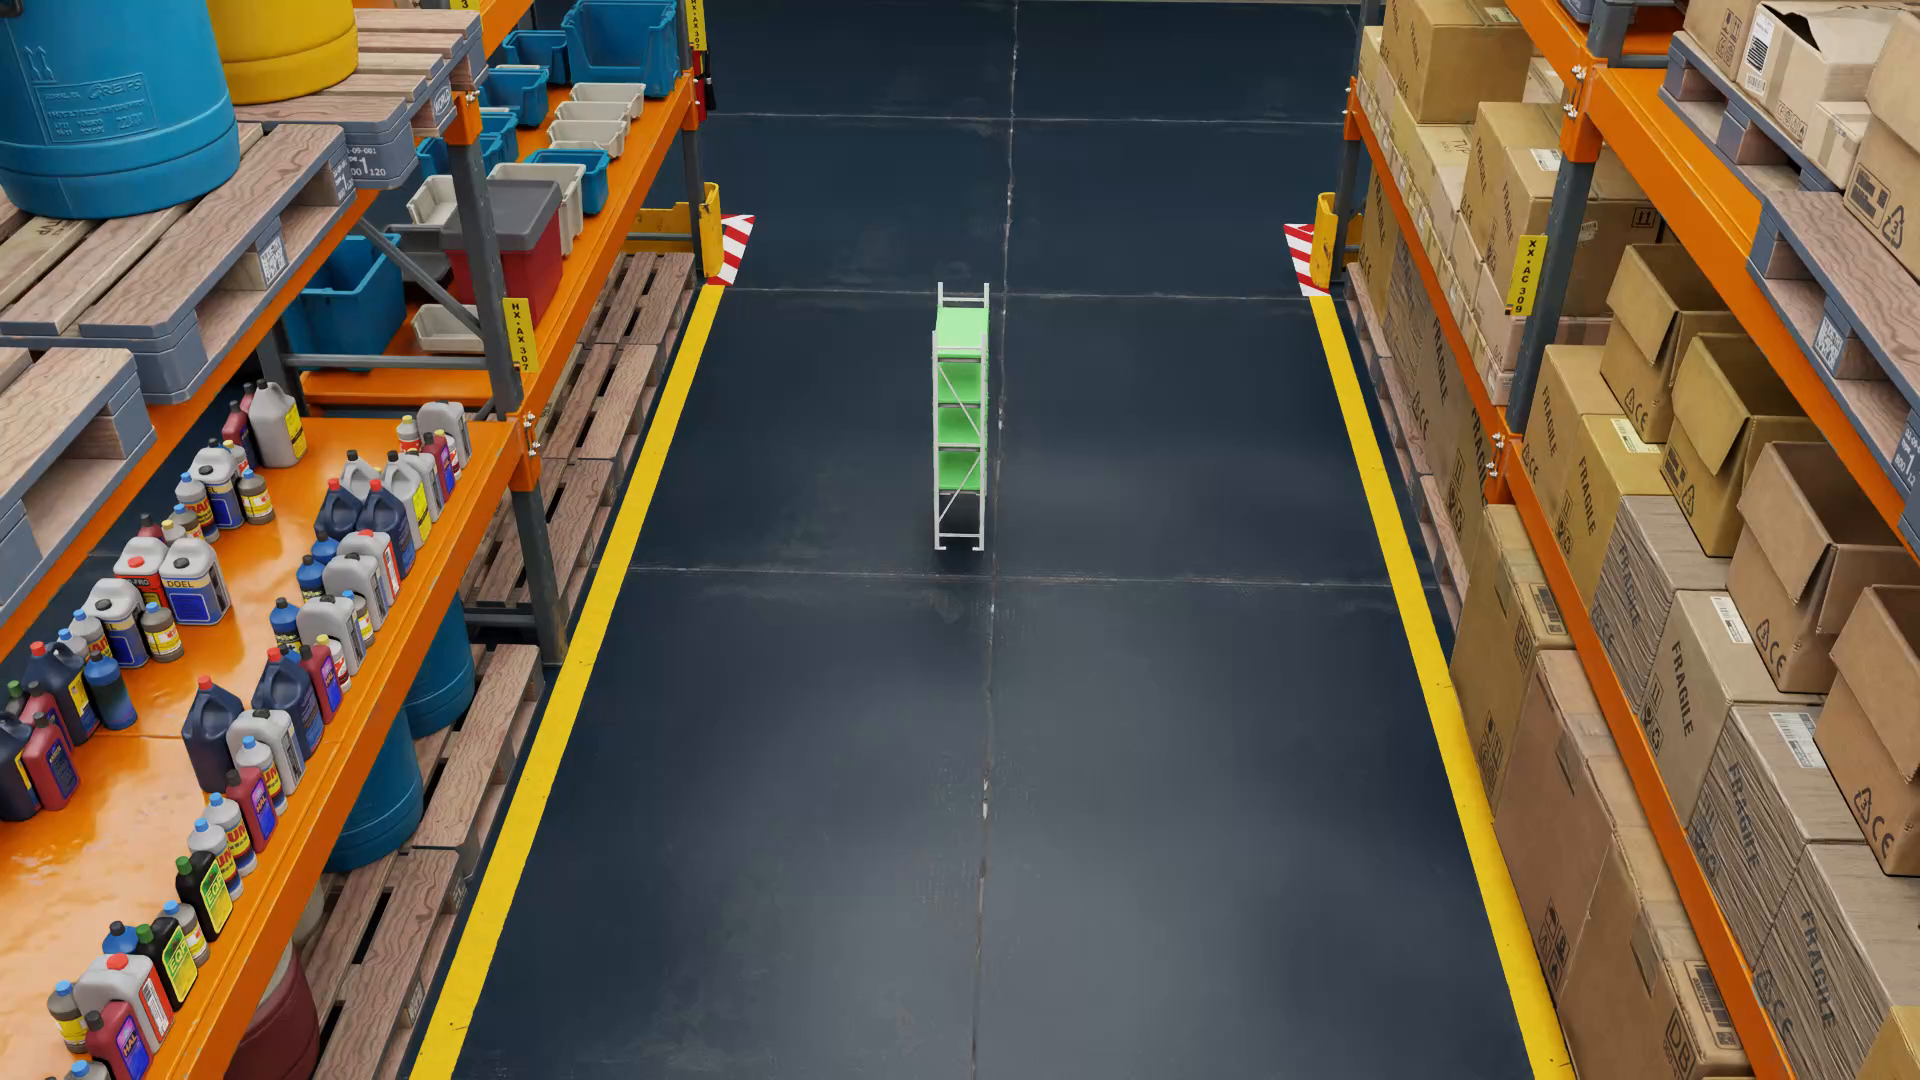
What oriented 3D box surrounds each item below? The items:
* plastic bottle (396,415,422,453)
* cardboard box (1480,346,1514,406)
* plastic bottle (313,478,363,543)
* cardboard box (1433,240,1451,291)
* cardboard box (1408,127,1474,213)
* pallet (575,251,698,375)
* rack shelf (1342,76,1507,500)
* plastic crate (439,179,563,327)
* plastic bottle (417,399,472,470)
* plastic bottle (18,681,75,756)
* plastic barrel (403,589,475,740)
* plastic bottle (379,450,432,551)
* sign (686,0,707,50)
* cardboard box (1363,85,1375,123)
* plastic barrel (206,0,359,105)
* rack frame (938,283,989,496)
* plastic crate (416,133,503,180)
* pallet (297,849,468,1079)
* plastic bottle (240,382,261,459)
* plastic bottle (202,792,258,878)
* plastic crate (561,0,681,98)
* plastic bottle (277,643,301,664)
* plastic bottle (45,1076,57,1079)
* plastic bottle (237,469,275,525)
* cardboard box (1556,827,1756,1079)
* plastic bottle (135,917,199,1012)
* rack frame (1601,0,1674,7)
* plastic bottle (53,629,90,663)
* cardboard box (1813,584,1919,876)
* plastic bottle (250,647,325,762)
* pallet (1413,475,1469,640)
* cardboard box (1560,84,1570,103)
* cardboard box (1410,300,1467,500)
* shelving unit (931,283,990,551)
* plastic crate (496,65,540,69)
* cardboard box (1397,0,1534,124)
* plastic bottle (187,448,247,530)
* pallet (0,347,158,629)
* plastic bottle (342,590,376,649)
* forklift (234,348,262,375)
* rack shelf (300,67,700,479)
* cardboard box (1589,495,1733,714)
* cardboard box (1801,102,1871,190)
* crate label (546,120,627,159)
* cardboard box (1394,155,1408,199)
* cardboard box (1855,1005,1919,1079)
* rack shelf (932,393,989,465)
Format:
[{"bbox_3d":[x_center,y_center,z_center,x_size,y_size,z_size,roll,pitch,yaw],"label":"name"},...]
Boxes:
[{"bbox_3d":[-2.094,-0.381,6.357,0.097,0.201,0.097,0,35,0],"label":"plastic bottle"},{"bbox_3d":[2.358,-0.670,6.813,0.380,0.149,0.250,2,35,2],"label":"cardboard box"},{"bbox_3d":[-2.138,-0.046,5.749,0.144,0.351,0.185,1,35,2],"label":"plastic bottle"},{"bbox_3d":[2.399,-1.261,7.654,0.380,0.149,0.250,2,35,3],"label":"cardboard box"},{"bbox_3d":[2.491,-1.791,8.062,0.500,0.250,0.500,1,35,1],"label":"cardboard box"},{"bbox_3d":[-2.187,-1.389,10.042,1.003,0.211,1.213,1,35,2],"label":"pallet"},{"bbox_3d":[2.753,-1.445,8.322,1.077,0.370,4.000,1,35,2],"label":"rack shelf"},{"bbox_3d":[-1.990,-1.262,7.329,0.402,0.464,0.583,1,35,2],"label":"plastic crate"},{"bbox_3d":[-1.969,-0.420,6.346,0.152,0.276,0.135,1,35,2],"label":"plastic bottle"},{"bbox_3d":[-2.727,0.561,4.944,0.061,0.283,0.133,1,35,2],"label":"plastic bottle"},{"bbox_3d":[-2.315,0.295,6.682,0.600,0.901,0.708,1,35,2],"label":"plastic barrel"},{"bbox_3d":[-1.986,-0.148,5.895,0.144,0.351,0.185,1,35,2],"label":"plastic bottle"},{"bbox_3d":[-1.565,-3.066,9.862,0.100,0.325,0.005,1,35,2],"label":"sign"},{"bbox_3d":[2.481,-2.441,9.334,0.380,0.149,0.250,1,35,1],"label":"cardboard box"},{"bbox_3d":[-2.110,-1.651,4.853,0.600,0.588,0.600,0,35,0],"label":"plastic barrel"},{"bbox_3d":[0.016,-0.726,8.240,0.240,1.200,0.015,1,35,2],"label":"rack frame"},{"bbox_3d":[-2.519,-1.895,8.431,0.416,0.233,0.300,1,35,2],"label":"plastic crate"},{"bbox_3d":[-2.395,1.582,5.816,1.003,0.211,1.213,1,35,2],"label":"pallet"},{"bbox_3d":[-2.717,-0.456,6.391,0.061,0.283,0.133,1,35,2],"label":"plastic bottle"},{"bbox_3d":[-2.027,0.808,4.603,0.097,0.271,0.097,0,35,0],"label":"plastic bottle"},{"bbox_3d":[-1.942,-2.845,9.606,0.616,0.435,0.499,1,35,2],"label":"plastic crate"},{"bbox_3d":[-2.062,0.435,5.134,0.097,0.271,0.097,0,35,0],"label":"plastic bottle"},{"bbox_3d":[-2.065,1.339,3.847,0.097,0.271,0.097,0,35,0],"label":"plastic bottle"},{"bbox_3d":[-2.565,-0.163,6.047,0.097,0.201,0.097,0,35,0],"label":"plastic bottle"},{"bbox_3d":[2.604,1.498,4.993,1.225,0.875,0.875,1,35,2],"label":"cardboard box"},{"bbox_3d":[-2.027,1.059,4.236,0.061,0.283,0.133,1,35,2],"label":"plastic bottle"},{"bbox_3d":[2.673,-3.044,4.756,1.000,3.000,0.127,1,35,2],"label":"rack frame"},{"bbox_3d":[-2.758,0.393,5.194,0.097,0.271,0.097,0,35,0],"label":"plastic bottle"},{"bbox_3d":[2.587,0.463,4.023,0.797,0.503,0.637,2,35,3],"label":"cardboard box"},{"bbox_3d":[-2.030,0.484,4.995,0.144,0.351,0.185,1,35,2],"label":"plastic bottle"},{"bbox_3d":[2.781,0.116,7.901,1.003,0.211,1.213,1,35,2],"label":"pallet"},{"bbox_3d":[2.991,-1.808,7.434,0.500,0.500,0.500,0,35,0],"label":"cardboard box"},{"bbox_3d":[2.815,-0.787,8.243,0.875,0.875,0.875,1,35,2],"label":"cardboard box"},{"bbox_3d":[0.007,-0.586,8.040,0.258,1.200,0.503,1,35,2],"label":"shelving unit"},{"bbox_3d":[-2.550,-2.602,9.521,0.250,0.136,0.298,1,35,2],"label":"plastic crate"},{"bbox_3d":[2.509,-2.401,8.277,0.500,0.500,0.500,0,35,1],"label":"cardboard box"},{"bbox_3d":[-2.690,-0.186,6.014,0.152,0.276,0.135,1,35,2],"label":"plastic bottle"},{"bbox_3d":[-2.308,0.007,3.187,1.003,0.211,1.213,1,35,2],"label":"pallet"},{"bbox_3d":[-1.987,0.255,5.451,0.097,0.201,0.097,0,35,0],"label":"plastic bottle"},{"bbox_3d":[-5.027,-2.085,8.667,3.031,2.935,1.130,-23,41,-29],"label":"forklift"},{"bbox_3d":[-2.196,-1.559,8.485,1.077,0.370,4.000,1,35,2],"label":"rack shelf"},{"bbox_3d":[2.365,0.204,5.264,0.500,0.500,0.500,1,35,1],"label":"cardboard box"},{"bbox_3d":[2.463,-1.034,4.357,0.380,0.149,0.250,0,35,0],"label":"cardboard box"},{"bbox_3d":[-1.980,-2.120,8.834,0.396,0.136,0.243,1,35,2],"label":"crate label"},{"bbox_3d":[2.440,-1.850,8.492,0.380,0.149,0.250,1,35,1],"label":"cardboard box"},{"bbox_3d":[2.284,1.378,3.593,0.500,0.500,0.500,2,35,3],"label":"cardboard box"},{"bbox_3d":[0.007,-0.534,8.077,0.258,0.148,0.480,1,35,2],"label":"rack shelf"}]
